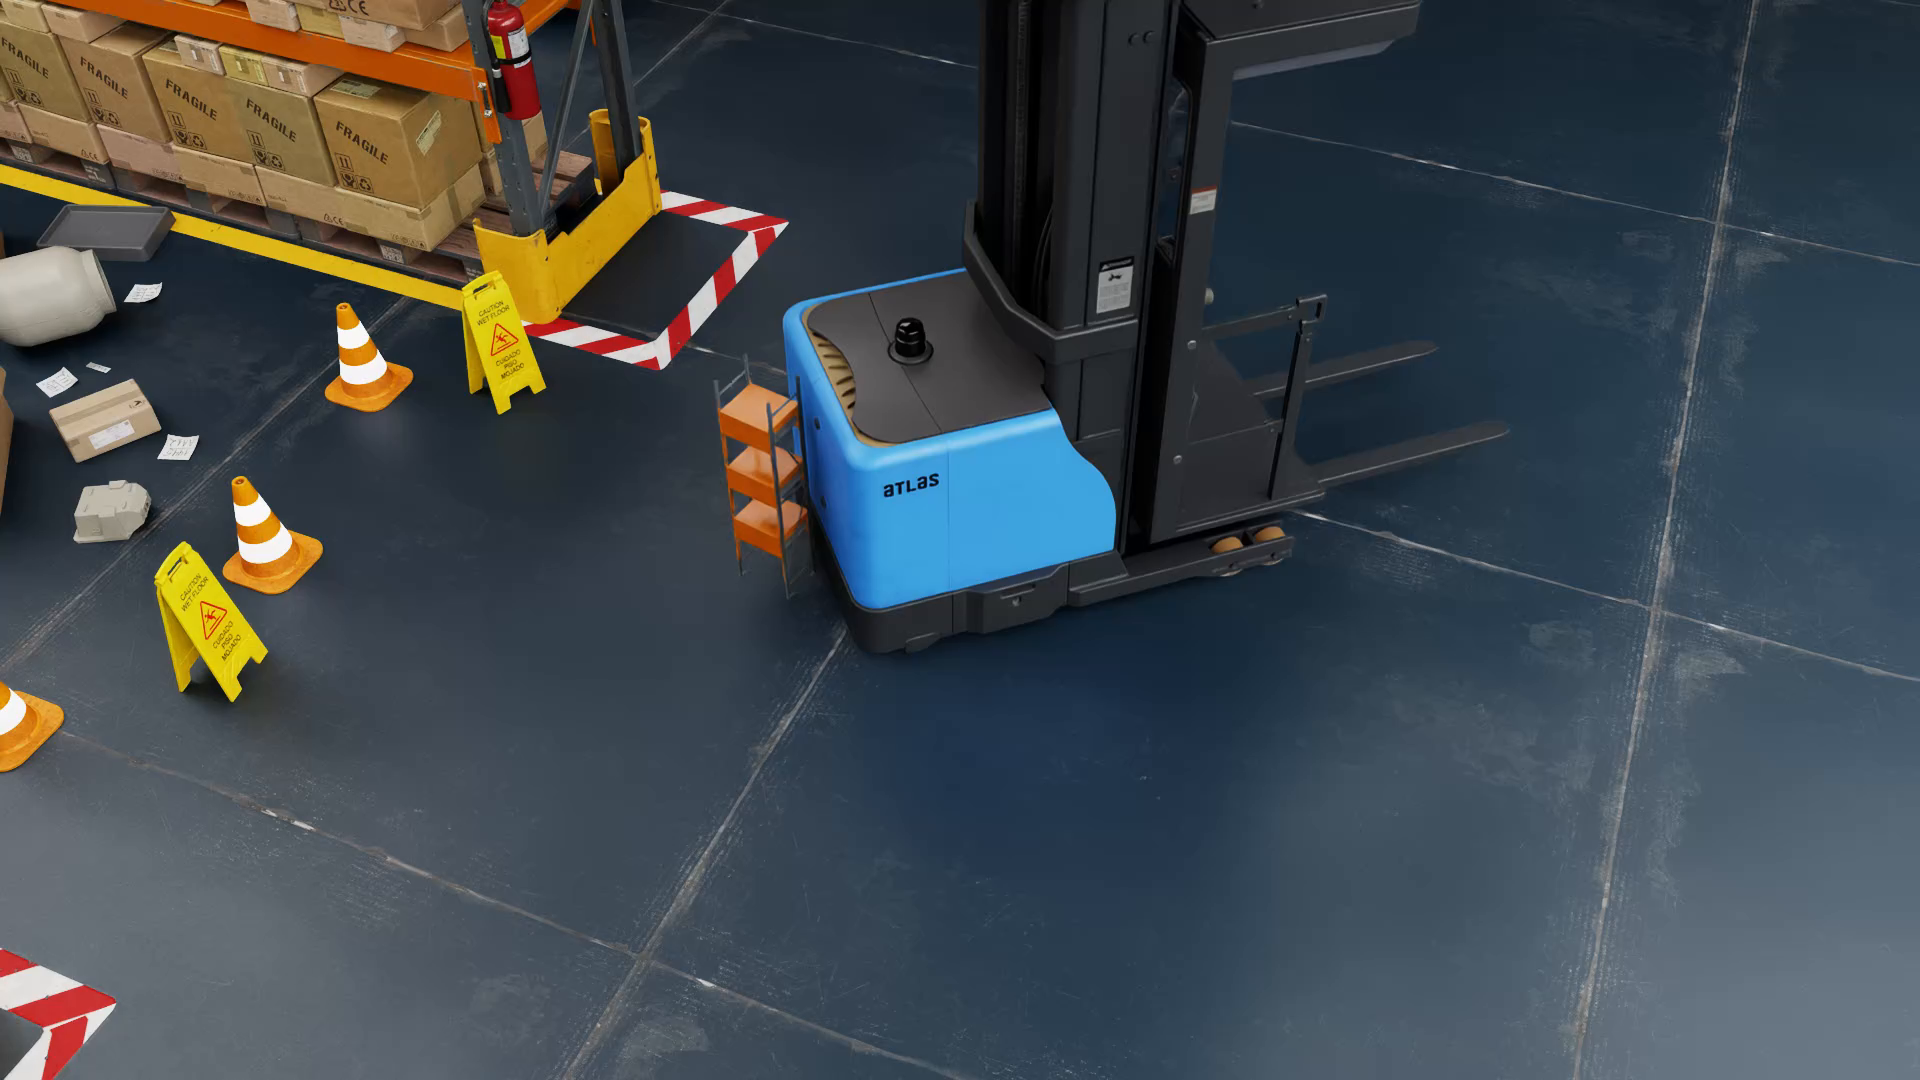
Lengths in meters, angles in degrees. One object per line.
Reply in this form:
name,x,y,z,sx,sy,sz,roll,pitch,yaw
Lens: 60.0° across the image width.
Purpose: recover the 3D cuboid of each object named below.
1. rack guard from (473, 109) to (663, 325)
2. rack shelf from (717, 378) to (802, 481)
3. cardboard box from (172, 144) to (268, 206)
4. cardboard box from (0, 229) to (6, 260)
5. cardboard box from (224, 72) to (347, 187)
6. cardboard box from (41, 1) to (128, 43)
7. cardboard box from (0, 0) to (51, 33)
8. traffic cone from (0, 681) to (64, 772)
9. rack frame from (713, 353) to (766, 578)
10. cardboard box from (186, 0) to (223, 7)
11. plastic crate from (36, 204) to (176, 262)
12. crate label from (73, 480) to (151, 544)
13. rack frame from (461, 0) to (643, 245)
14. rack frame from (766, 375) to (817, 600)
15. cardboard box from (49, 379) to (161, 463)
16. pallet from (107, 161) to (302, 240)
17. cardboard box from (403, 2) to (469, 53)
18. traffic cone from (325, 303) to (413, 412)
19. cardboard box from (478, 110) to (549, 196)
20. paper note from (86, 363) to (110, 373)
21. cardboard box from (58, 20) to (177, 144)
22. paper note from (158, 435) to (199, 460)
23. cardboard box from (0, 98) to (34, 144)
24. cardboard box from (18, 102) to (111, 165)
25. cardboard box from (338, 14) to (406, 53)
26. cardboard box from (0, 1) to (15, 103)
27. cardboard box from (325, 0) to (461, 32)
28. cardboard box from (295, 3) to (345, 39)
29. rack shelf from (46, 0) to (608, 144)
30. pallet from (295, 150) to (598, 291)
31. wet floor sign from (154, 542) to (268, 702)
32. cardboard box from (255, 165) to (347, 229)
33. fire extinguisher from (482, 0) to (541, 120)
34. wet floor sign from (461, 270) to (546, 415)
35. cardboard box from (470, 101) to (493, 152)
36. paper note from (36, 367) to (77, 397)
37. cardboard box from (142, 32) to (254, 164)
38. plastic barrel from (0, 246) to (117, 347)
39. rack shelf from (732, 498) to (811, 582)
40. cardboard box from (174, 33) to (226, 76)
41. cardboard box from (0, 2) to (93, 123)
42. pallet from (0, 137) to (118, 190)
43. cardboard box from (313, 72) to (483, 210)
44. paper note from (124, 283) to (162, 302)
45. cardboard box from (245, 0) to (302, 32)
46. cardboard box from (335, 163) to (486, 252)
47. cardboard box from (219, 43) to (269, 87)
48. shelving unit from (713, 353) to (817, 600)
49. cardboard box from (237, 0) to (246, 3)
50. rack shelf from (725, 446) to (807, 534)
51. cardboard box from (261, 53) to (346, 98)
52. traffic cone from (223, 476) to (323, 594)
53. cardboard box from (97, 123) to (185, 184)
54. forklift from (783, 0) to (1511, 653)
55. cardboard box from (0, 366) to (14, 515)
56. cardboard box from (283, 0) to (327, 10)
rack guard,-1.952,-1.646,8.389,0.348,0.500,1.175,16,47,16
rack shelf,-0.760,-0.424,6.384,0.240,0.259,0.215,24,50,22
cardboard box,-3.691,-2.014,8.639,0.500,0.250,0.500,15,47,14
cardboard box,-5.108,-1.536,8.276,0.500,0.500,0.500,-20,48,-19
cardboard box,-3.204,-2.139,8.232,0.500,0.500,0.500,18,48,17
cardboard box,-4.316,-2.649,8.285,0.250,0.149,0.380,19,48,18
cardboard box,-4.565,-2.720,8.357,0.250,0.149,0.380,18,48,17
traffic cone,-3.637,0.569,6.189,0.334,0.463,0.336,16,47,16
rack frame,-0.864,-0.276,6.622,0.008,1.050,0.200,24,50,22
cardboard box,-3.516,-2.687,7.841,0.250,0.149,0.380,16,47,15
plastic crate,-4.440,-1.603,8.643,0.583,0.080,0.402,2,45,2
crate label,-3.638,-0.132,7.125,0.298,0.136,0.250,-5,45,-5
rack frame,-1.881,-2.512,7.487,0.127,3.000,1.000,16,47,16
rack frame,-0.656,-0.185,6.531,0.008,1.050,0.200,24,50,22
cardboard box,-3.868,-0.542,7.528,0.380,0.149,0.250,-28,51,-25
pallet,-3.810,-2.120,9.070,1.213,0.211,1.003,16,47,16
cardboard box,-2.309,-2.385,7.537,0.250,0.149,0.380,18,48,17
traffic cone,-2.775,-0.889,7.655,0.334,0.463,0.336,16,47,16
cardboard box,-2.519,-2.085,8.709,0.500,0.250,0.500,16,47,16
paper note,-4.097,-0.820,7.906,0.123,0.001,0.032,16,47,16
cardboard box,-4.156,-2.422,8.517,0.500,0.500,0.500,19,48,18
paper note,-3.520,-0.420,7.489,0.142,0.019,0.148,2,45,2
cardboard box,-5.133,-2.436,9.062,0.500,0.250,0.500,14,47,14
cardboard box,-4.636,-2.298,8.924,0.500,0.250,0.500,19,48,18
cardboard box,-2.585,-2.381,7.534,0.250,0.149,0.380,16,47,15
cardboard box,-5.133,-2.702,8.798,0.500,0.500,0.500,19,48,18
cardboard box,-2.488,-2.621,7.314,0.500,0.500,0.500,16,47,15
cardboard box,-2.814,-2.465,7.618,0.250,0.149,0.380,16,47,15
rack shelf,-3.727,-2.800,8.286,4.000,0.370,1.077,16,47,16
pallet,-2.688,-1.787,8.736,1.213,0.211,1.003,16,47,16
wet floor sign,-2.905,0.292,6.338,0.232,0.644,0.267,9,46,9
cardboard box,-3.206,-1.876,8.499,0.500,0.250,0.500,17,47,16
fire extinguisher,-1.953,-2.153,7.181,0.183,0.674,0.296,16,47,16
wet floor sign,-2.118,-0.929,7.565,0.232,0.644,0.267,33,54,29
cardboard box,-2.542,-2.357,8.451,0.500,0.500,0.500,15,47,15
paper note,-4.246,-0.744,7.823,0.142,0.019,0.148,33,54,29
cardboard box,-3.667,-2.281,8.374,0.500,0.500,0.500,15,47,15
plastic barrel,-4.371,-1.174,7.968,0.512,0.421,0.421,-20,48,-19
rack shelf,-0.760,-0.026,6.780,0.240,0.259,0.215,24,50,22
cardboard box,-3.559,-2.428,8.063,0.250,0.149,0.380,18,48,18
cardboard box,-4.634,-2.564,8.659,0.500,0.500,0.500,18,48,17
pallet,-4.940,-2.450,9.402,1.213,0.211,1.003,16,47,16
cardboard box,-2.721,-1.999,8.092,0.500,0.500,0.500,17,47,16
paper note,-4.082,-1.239,8.313,0.148,0.019,0.142,2,45,2
cardboard box,-3.063,-2.515,7.668,0.250,0.149,0.380,17,47,17
cardboard box,-2.753,-1.737,8.359,0.500,0.250,0.500,16,47,16
cardboard box,-3.317,-2.356,7.990,0.250,0.149,0.380,17,47,16
shelving unit,-0.760,-0.230,6.576,0.252,1.050,0.215,24,50,22
cardboard box,-3.245,-2.676,7.830,0.250,0.149,0.380,17,47,16
rack shelf,-0.760,-0.223,6.584,0.240,0.259,0.215,24,50,22
cardboard box,-3.086,-2.285,7.919,0.250,0.149,0.380,18,48,17
traffic cone,-2.889,-0.074,6.836,0.334,0.463,0.336,16,47,16
cardboard box,-4.145,-2.156,8.781,0.500,0.250,0.500,16,47,15
forklift,0.866,-1.226,6.243,3.031,2.935,1.130,-14,47,-14
cardboard box,-4.477,-0.456,7.190,0.637,0.503,0.797,-12,46,-12
cardboard box,-2.949,-2.760,7.454,0.500,0.500,0.500,17,47,16
